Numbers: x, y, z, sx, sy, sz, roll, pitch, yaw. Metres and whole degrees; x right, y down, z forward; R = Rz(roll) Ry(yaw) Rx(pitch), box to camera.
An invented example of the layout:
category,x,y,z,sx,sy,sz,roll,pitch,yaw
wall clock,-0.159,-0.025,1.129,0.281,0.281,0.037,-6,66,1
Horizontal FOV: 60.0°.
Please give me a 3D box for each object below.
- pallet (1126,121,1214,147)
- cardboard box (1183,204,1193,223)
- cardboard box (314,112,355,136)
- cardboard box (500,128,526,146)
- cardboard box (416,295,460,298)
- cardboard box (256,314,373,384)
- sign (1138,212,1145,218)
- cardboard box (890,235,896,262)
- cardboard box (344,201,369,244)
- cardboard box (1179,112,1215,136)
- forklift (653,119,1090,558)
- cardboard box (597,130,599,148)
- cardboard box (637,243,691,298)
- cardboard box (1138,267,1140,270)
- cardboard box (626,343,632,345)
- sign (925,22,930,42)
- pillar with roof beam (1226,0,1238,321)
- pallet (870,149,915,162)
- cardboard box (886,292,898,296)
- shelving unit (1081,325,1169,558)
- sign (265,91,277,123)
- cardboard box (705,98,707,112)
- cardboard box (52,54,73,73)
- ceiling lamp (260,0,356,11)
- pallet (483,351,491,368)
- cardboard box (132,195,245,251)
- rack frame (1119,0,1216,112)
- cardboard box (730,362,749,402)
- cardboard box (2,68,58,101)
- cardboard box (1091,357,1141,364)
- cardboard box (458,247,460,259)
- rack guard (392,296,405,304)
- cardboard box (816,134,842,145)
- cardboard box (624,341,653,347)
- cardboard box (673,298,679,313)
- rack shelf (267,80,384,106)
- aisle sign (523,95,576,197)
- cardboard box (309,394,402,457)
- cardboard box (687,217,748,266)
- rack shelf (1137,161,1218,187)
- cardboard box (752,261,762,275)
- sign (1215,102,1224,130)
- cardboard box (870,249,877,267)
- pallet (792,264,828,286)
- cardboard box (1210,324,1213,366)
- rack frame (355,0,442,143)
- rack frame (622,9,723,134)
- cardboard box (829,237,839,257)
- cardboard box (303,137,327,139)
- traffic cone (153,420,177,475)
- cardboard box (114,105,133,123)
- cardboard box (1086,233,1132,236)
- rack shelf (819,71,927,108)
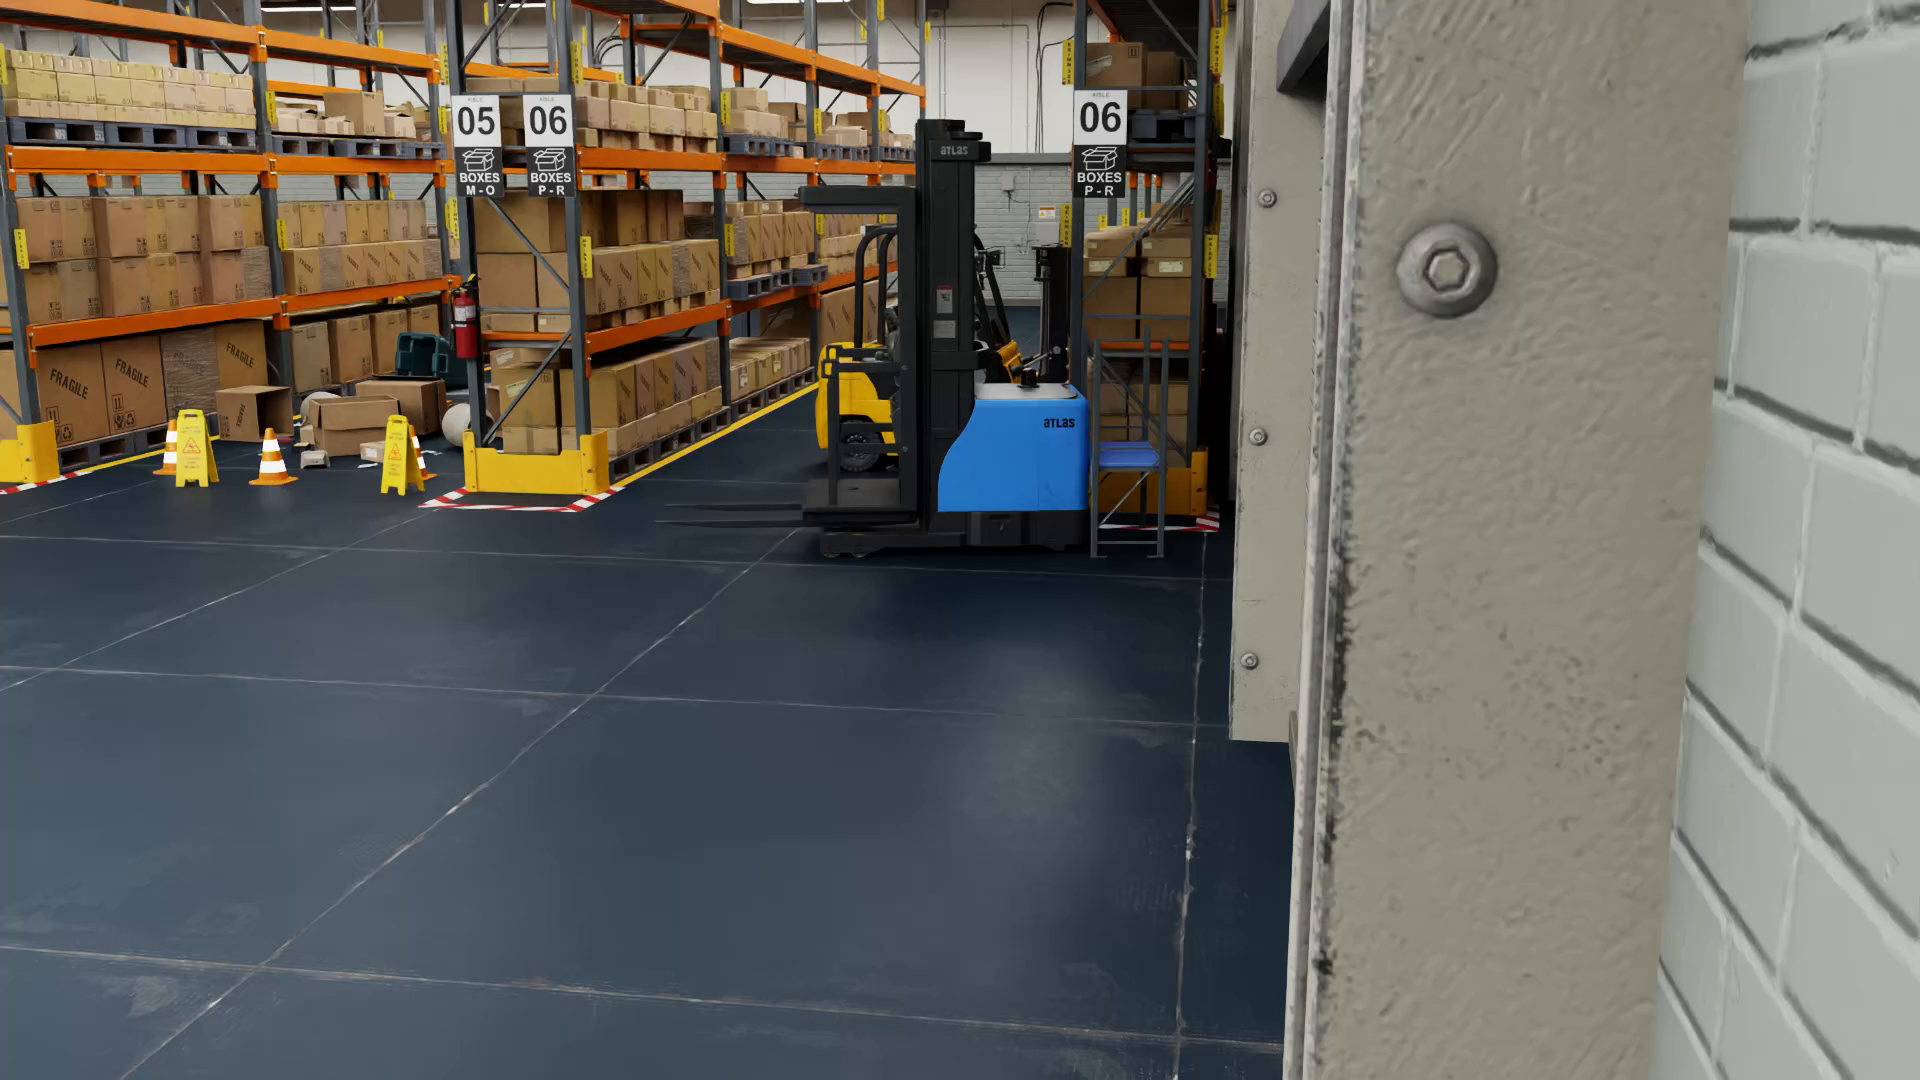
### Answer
category,x,y,z,sx,sy,sz,roll,pitch,yaw
pallet,1.864,-3.789,15.545,1.003,0.211,1.213,2,12,9
cardboard box,3.692,-4.950,25.711,0.500,0.500,0.500,2,12,7
cardboard box,-7.345,-4.881,19.488,0.396,0.266,0.258,2,12,9
cardboard box,-3.772,-3.299,13.656,0.380,0.149,0.250,2,12,9
cardboard box,-7.314,-3.283,23.262,0.500,0.250,0.500,2,12,9
cardboard box,-7.684,-2.282,19.806,1.050,0.750,0.750,2,12,9
sign,2.662,-4.649,24.390,0.100,0.325,0.005,2,12,9
cardboard box,-1.293,-4.612,26.038,0.500,0.500,0.500,2,12,9
cardboard box,-7.538,-3.802,19.906,0.700,0.500,0.500,2,12,8
cardboard box,2.726,-4.865,19.450,0.500,0.250,0.500,2,12,9
forklift,-0.629,-1.427,11.656,3.031,2.935,1.130,-1,12,-3
cardboard box,-3.227,-3.331,13.808,0.380,0.149,0.250,1,12,7
cardboard box,-2.906,-2.583,15.914,0.500,0.500,0.500,2,12,10
cardboard box,1.338,-2.086,14.315,0.500,0.500,0.500,2,12,8
cardboard box,-3.449,-2.004,16.383,0.380,0.149,0.250,2,12,11
sign,-0.556,-8.610,28.179,0.100,0.325,0.005,2,12,9
pillar with roof beam,0.866,-8.647,30.755,9.100,9.000,0.400,2,12,9
pallet,-1.194,-6.471,27.989,1.003,0.211,1.213,2,12,9
cardboard box,-1.093,-4.015,28.586,0.875,0.438,0.875,1,12,7
shelving unit,1.144,-0.722,11.785,0.538,1.500,1.048,0,12,-1
sign,-7.294,-4.584,17.608,0.100,0.325,0.005,2,12,9
cardboard box,-2.769,-4.365,16.710,0.380,0.149,0.250,2,12,10
cardboard box,-8.013,-4.163,14.540,0.380,0.149,0.250,2,12,8
ceiling lamp,-12.875,-11.947,32.215,2.000,3.185,0.800,2,12,9
pallet,-7.106,-2.476,22.981,1.003,0.211,1.213,2,12,9
cardboard box,-7.903,-3.251,17.039,0.875,0.550,0.550,2,12,9
rack frame,1.969,-5.477,16.048,1.000,3.000,0.127,2,12,9
cardboard box,-2.858,-1.734,18.162,0.950,0.372,0.625,2,12,9
cardboard box,-8.130,-3.896,14.246,0.500,0.250,0.500,2,12,9
cardboard box,1.431,-1.594,15.425,0.500,0.250,0.500,2,12,11
cardboard box,-6.918,-3.901,22.576,0.380,0.149,0.250,2,12,11
rack guard,-10.879,-4.307,30.790,1.175,0.500,0.348,2,12,9
cardboard box,-1.848,-5.529,22.965,0.380,0.166,0.250,3,13,13
cardboard box,-3.364,-1.706,16.540,0.500,0.500,0.500,2,12,11
cardboard box,-2.906,-2.241,15.868,0.380,0.149,0.250,2,12,8
rack shelf,-11.190,-7.493,28.057,1.077,0.370,4.000,2,12,9
aisle sign,-3.254,-3.120,13.178,0.394,0.787,0.004,2,12,9
cardboard box,-5.782,-1.099,15.899,0.797,0.503,0.637,-7,14,-30
cardboard box,-2.580,-3.192,17.746,0.500,0.500,0.500,2,12,10
rack shelf,2.892,-4.908,22.235,1.077,0.370,4.000,2,12,9
cardboard box,-2.443,-3.057,18.658,0.380,0.149,0.250,2,12,10
sign,3.132,-5.115,20.073,0.100,0.325,0.005,2,12,9
cardboard box,-1.525,-4.195,24.694,0.500,0.250,0.500,2,12,7
pallet,-2.325,-3.291,20.602,1.213,0.211,1.003,2,12,9
cardboard box,3.021,-2.541,21.598,0.500,0.500,0.500,2,12,9
rack frame,-7.227,-6.609,21.301,1.000,3.000,0.127,2,12,9
rack frame,-2.936,-5.637,16.790,1.000,3.000,0.127,2,12,9
cardboard box,-1.918,-3.913,22.200,0.500,0.250,0.500,2,12,10
cardboard box,-11.129,-6.841,28.026,0.700,0.500,0.500,2,12,11
traffic cone,-6.973,-0.836,14.772,0.336,0.463,0.334,2,12,9
cardboard box,-7.894,-3.932,15.363,0.380,0.149,0.250,2,12,8
cardboard box,1.264,-2.519,14.081,0.380,0.149,0.250,2,12,10
rack shelf,-1.398,-7.172,26.567,1.077,0.370,4.000,2,12,9
